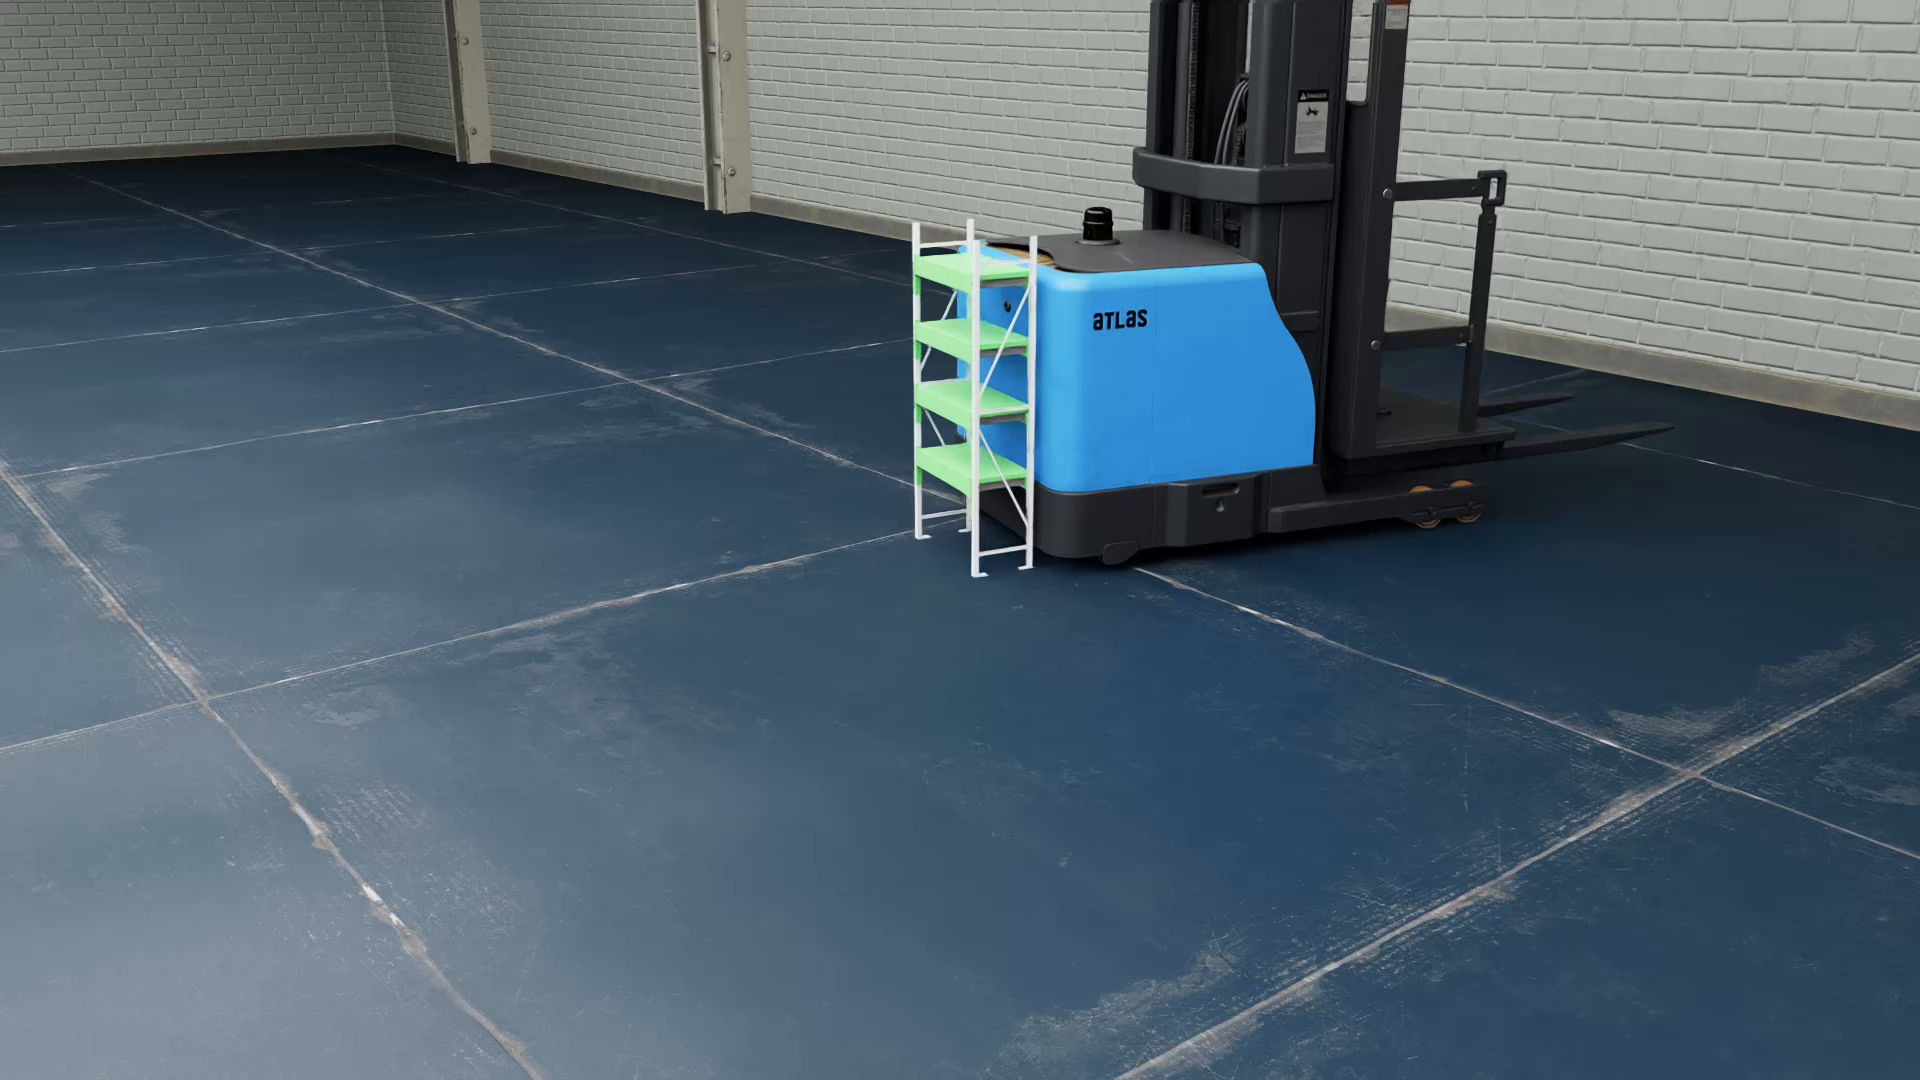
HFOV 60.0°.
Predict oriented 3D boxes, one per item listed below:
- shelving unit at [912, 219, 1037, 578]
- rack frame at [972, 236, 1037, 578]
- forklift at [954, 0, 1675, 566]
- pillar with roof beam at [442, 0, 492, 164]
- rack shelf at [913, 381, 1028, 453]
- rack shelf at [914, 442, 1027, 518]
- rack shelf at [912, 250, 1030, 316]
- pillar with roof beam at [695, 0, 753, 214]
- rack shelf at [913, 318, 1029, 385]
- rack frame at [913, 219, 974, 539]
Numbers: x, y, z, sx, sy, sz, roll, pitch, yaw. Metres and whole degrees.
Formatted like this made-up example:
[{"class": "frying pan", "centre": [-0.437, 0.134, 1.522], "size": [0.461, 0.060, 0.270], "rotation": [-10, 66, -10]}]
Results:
[{"class": "shelving unit", "centre": [0.047, -0.521, 6.028], "size": [0.258, 1.200, 0.503], "rotation": [-9, 20, -24]}, {"class": "rack frame", "centre": [0.153, -0.452, 5.820], "size": [0.240, 1.200, 0.015], "rotation": [-9, 20, -24]}, {"class": "forklift", "centre": [1.542, -1.581, 6.474], "size": [3.031, 2.935, 1.130], "rotation": [-7, 20, -21]}, {"class": "pillar with roof beam", "centre": [-9.302, -8.054, 16.371], "size": [9.100, 9.000, 0.400], "rotation": [-14, 23, -36]}, {"class": "rack shelf", "centre": [0.047, -0.461, 6.048], "size": [0.258, 0.148, 0.480], "rotation": [-9, 20, -24]}, {"class": "rack shelf", "centre": [0.047, -0.233, 6.124], "size": [0.258, 0.148, 0.480], "rotation": [-9, 20, -24]}, {"class": "rack shelf", "centre": [0.047, -0.916, 5.897], "size": [0.258, 0.148, 0.480], "rotation": [-9, 20, -24]}, {"class": "pillar with roof beam", "centre": [-5.577, -6.576, 11.906], "size": [9.100, 9.000, 0.400], "rotation": [-14, 23, -36]}, {"class": "rack shelf", "centre": [0.047, -0.689, 5.973], "size": [0.258, 0.148, 0.480], "rotation": [-9, 20, -24]}, {"class": "rack frame", "centre": [-0.060, -0.590, 6.237], "size": [0.240, 1.200, 0.015], "rotation": [-9, 20, -24]}]
